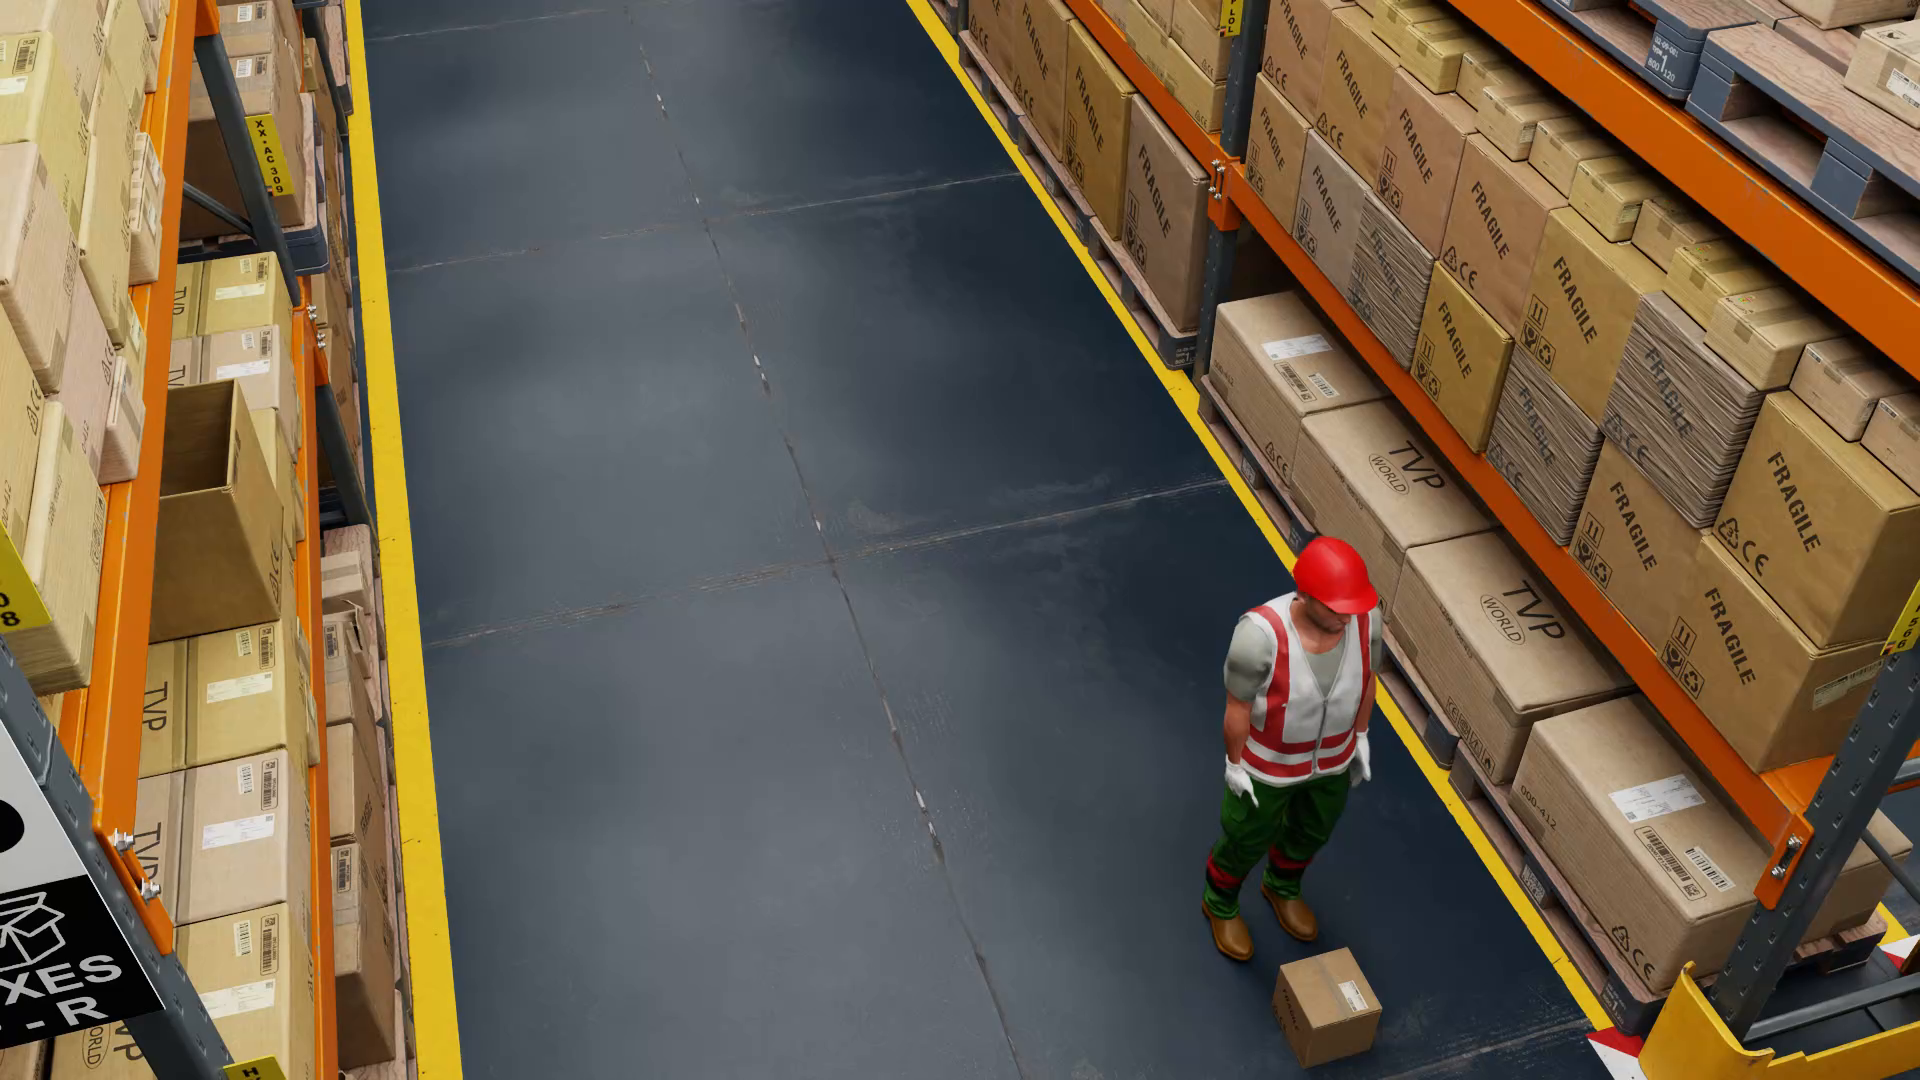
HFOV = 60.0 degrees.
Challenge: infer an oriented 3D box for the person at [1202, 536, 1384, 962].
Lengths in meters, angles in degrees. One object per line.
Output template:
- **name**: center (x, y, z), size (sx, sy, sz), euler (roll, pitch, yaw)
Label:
- **person**: center (1.082, 0.686, 5.380), size (0.526, 1.781, 0.346), euler (-12, 43, -13)
